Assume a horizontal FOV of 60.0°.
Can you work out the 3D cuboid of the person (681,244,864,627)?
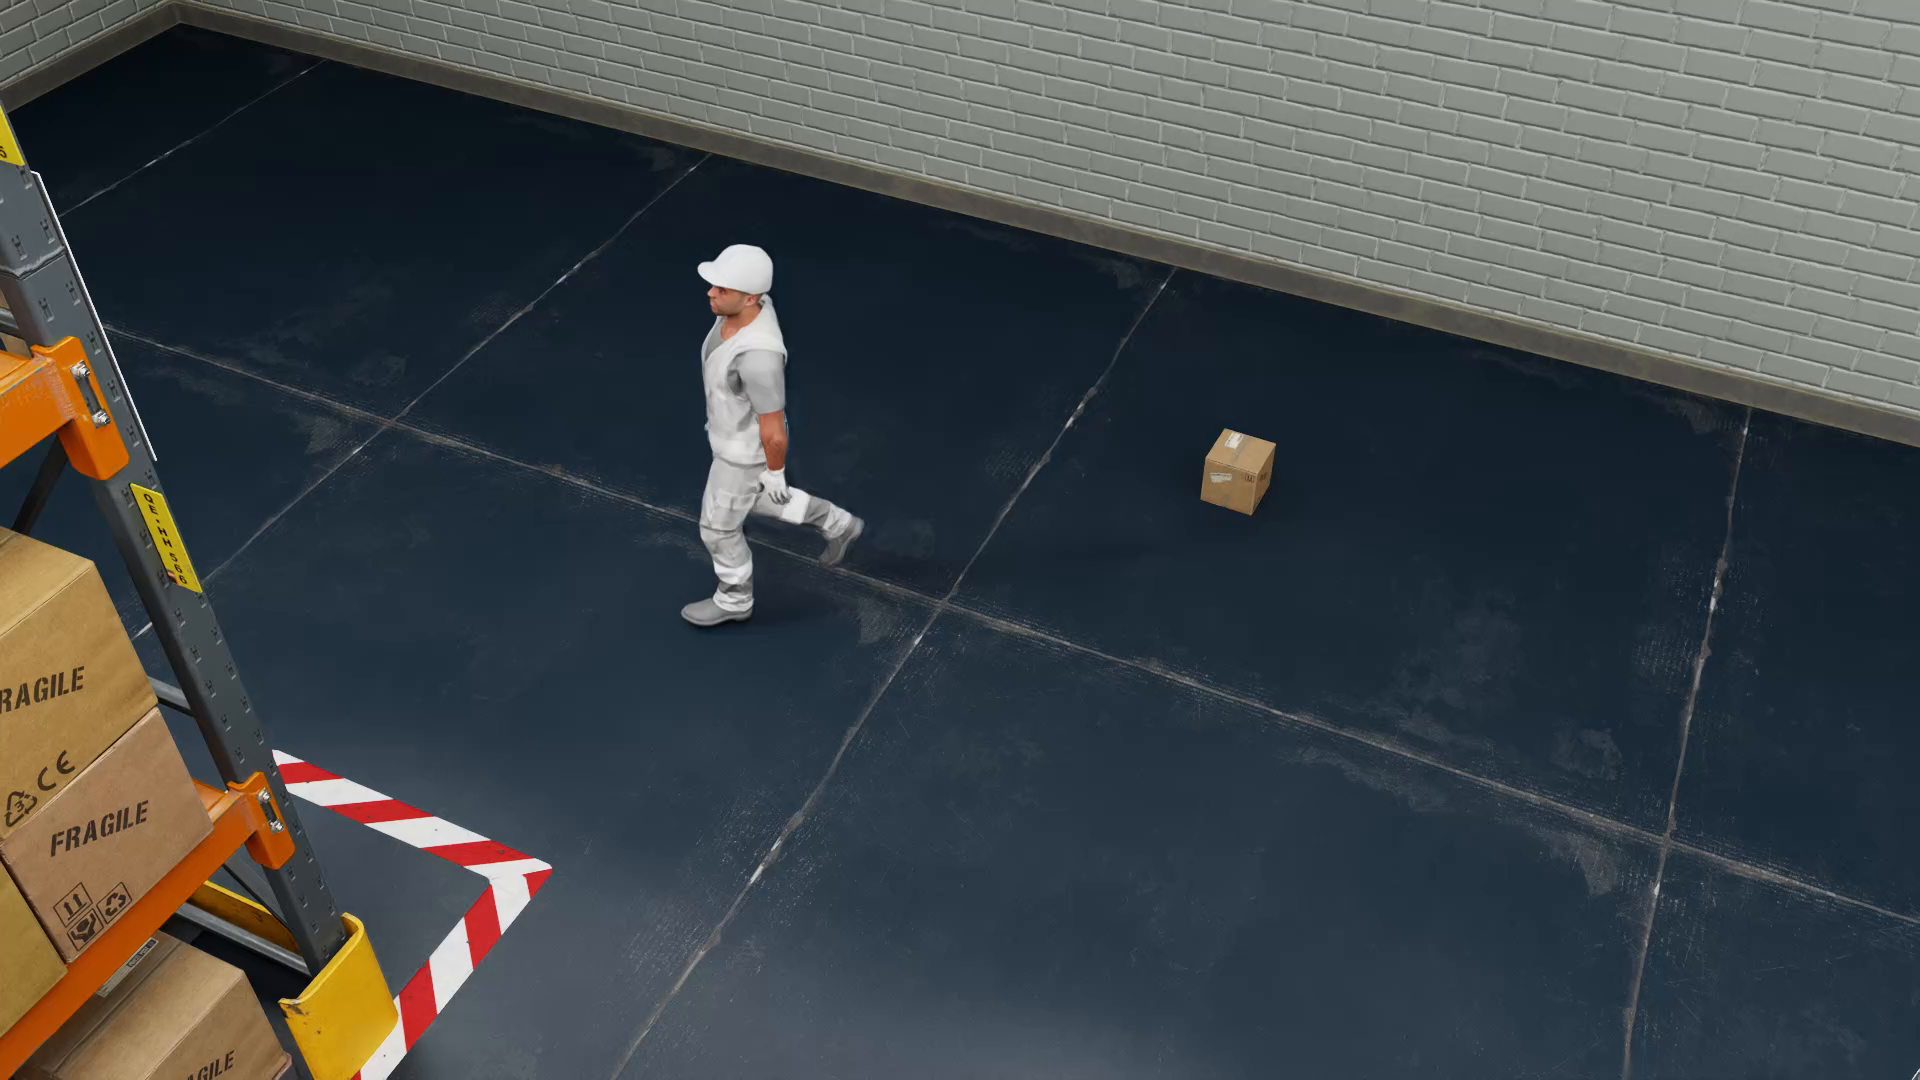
[{"bbox_3d":[-0.792,-0.407,6.577,0.810,1.765,0.535,-6,42,-7],"label":"person"}]
